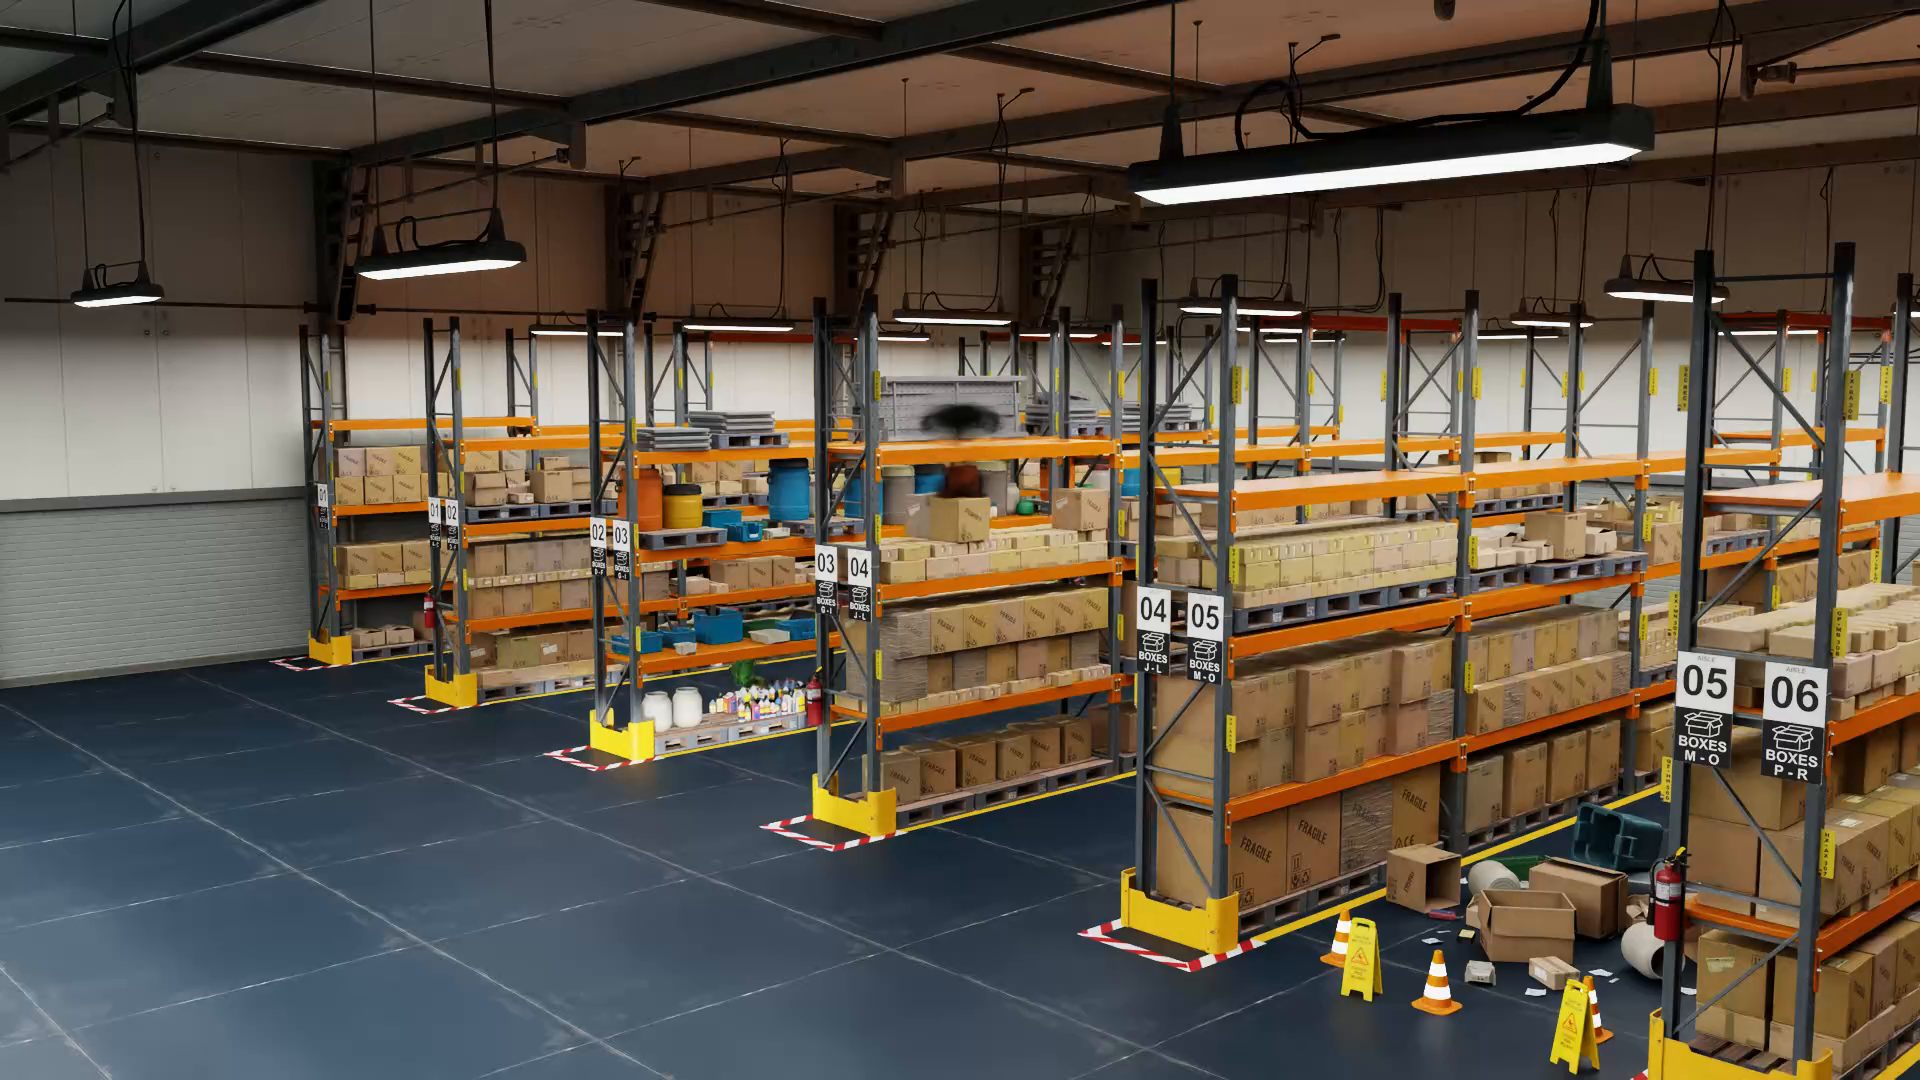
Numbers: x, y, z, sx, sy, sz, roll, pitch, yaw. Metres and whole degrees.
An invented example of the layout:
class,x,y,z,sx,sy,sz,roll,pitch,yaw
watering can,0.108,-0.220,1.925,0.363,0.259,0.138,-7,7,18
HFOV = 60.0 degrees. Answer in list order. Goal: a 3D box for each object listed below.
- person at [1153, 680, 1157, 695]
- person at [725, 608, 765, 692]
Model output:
class,x,y,z,sx,sy,sz,roll,pitch,yaw
person,2.934,1.781,25.654,0.578,1.612,0.914,3,7,30
person,-3.385,1.795,25.665,0.681,1.583,0.942,4,7,34
